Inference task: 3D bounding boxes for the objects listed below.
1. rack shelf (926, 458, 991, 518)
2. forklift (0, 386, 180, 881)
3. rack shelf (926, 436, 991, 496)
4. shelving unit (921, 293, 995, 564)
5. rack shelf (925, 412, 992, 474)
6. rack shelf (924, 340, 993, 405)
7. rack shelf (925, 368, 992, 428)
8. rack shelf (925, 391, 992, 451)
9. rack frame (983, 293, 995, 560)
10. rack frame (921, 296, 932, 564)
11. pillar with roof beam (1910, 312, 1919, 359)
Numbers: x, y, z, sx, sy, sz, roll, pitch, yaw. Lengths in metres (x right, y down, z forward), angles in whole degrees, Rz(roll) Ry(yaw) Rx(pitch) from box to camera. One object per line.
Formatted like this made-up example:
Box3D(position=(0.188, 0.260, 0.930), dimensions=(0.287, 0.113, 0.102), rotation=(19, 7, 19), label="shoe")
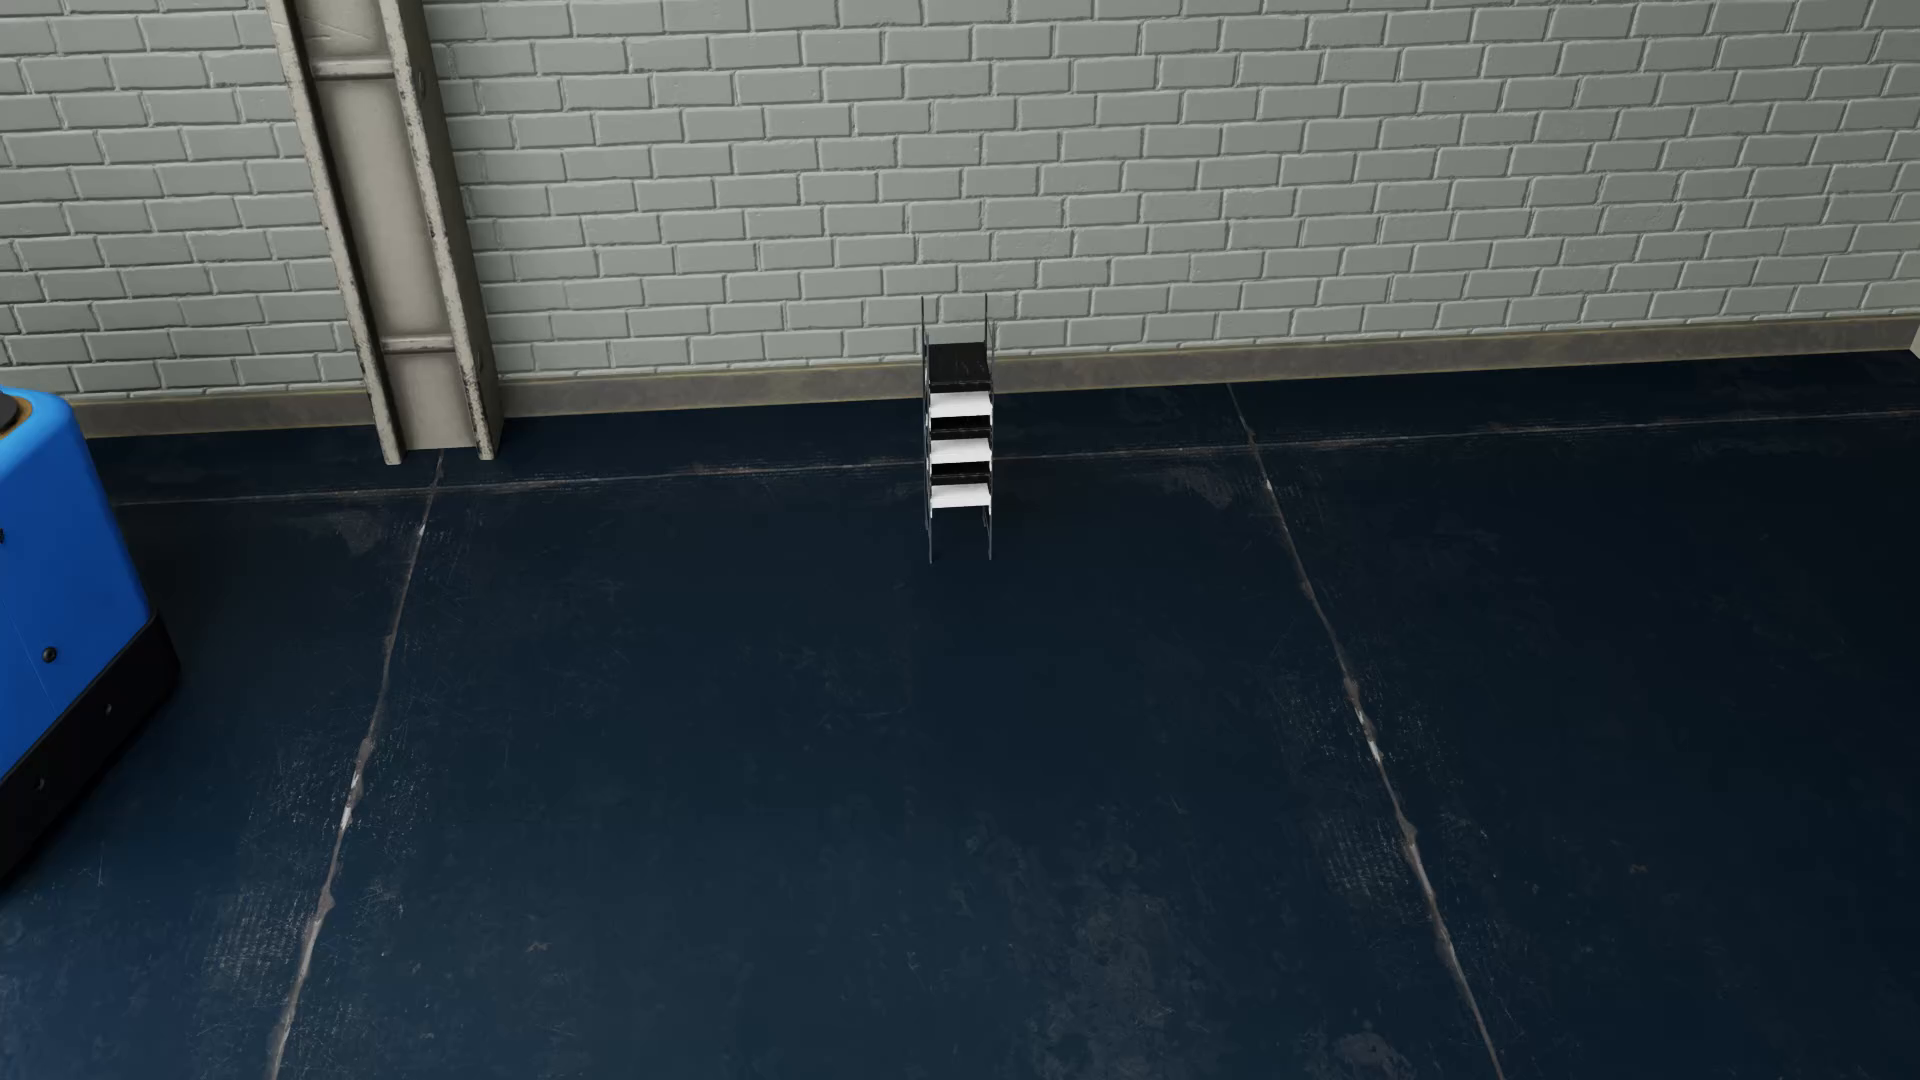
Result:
Box3D(position=(-0.008, -0.185, 5.603), dimensions=(0.200, 0.077, 0.258), rotation=(-3, 38, -4), label="rack shelf")
Box3D(position=(-3.971, -0.618, 4.167), dimensions=(3.031, 2.935, 1.130), rotation=(8, 39, 10), label="forklift")
Box3D(position=(-0.008, -0.256, 5.547), dimensions=(0.200, 0.077, 0.258), rotation=(-3, 38, -4), label="rack shelf")
Box3D(position=(-0.008, -0.353, 5.471), dimensions=(0.210, 0.900, 0.258), rotation=(-3, 38, -4), label="shelving unit")
Box3D(position=(-0.008, -0.327, 5.491), dimensions=(0.200, 0.077, 0.258), rotation=(-3, 38, -4), label="rack shelf")
Box3D(position=(-0.008, -0.539, 5.324), dimensions=(0.200, 0.077, 0.258), rotation=(-3, 38, -4), label="rack shelf")
Box3D(position=(-0.008, -0.468, 5.380), dimensions=(0.200, 0.077, 0.258), rotation=(-3, 38, -4), label="rack shelf")
Box3D(position=(-0.008, -0.397, 5.436), dimensions=(0.200, 0.077, 0.258), rotation=(-3, 38, -4), label="rack shelf")
Box3D(position=(0.093, -0.358, 5.478), dimensions=(0.006, 0.900, 0.240), rotation=(-3, 38, -4), label="rack frame")
Box3D(position=(-0.109, -0.347, 5.464), dimensions=(0.006, 0.900, 0.240), rotation=(-3, 38, -4), label="rack frame")
Box3D(position=(4.433, -1.588, 0.498), dimensions=(0.400, 9.000, 9.100), rotation=(-3, 38, -4), label="pillar with roof beam")
